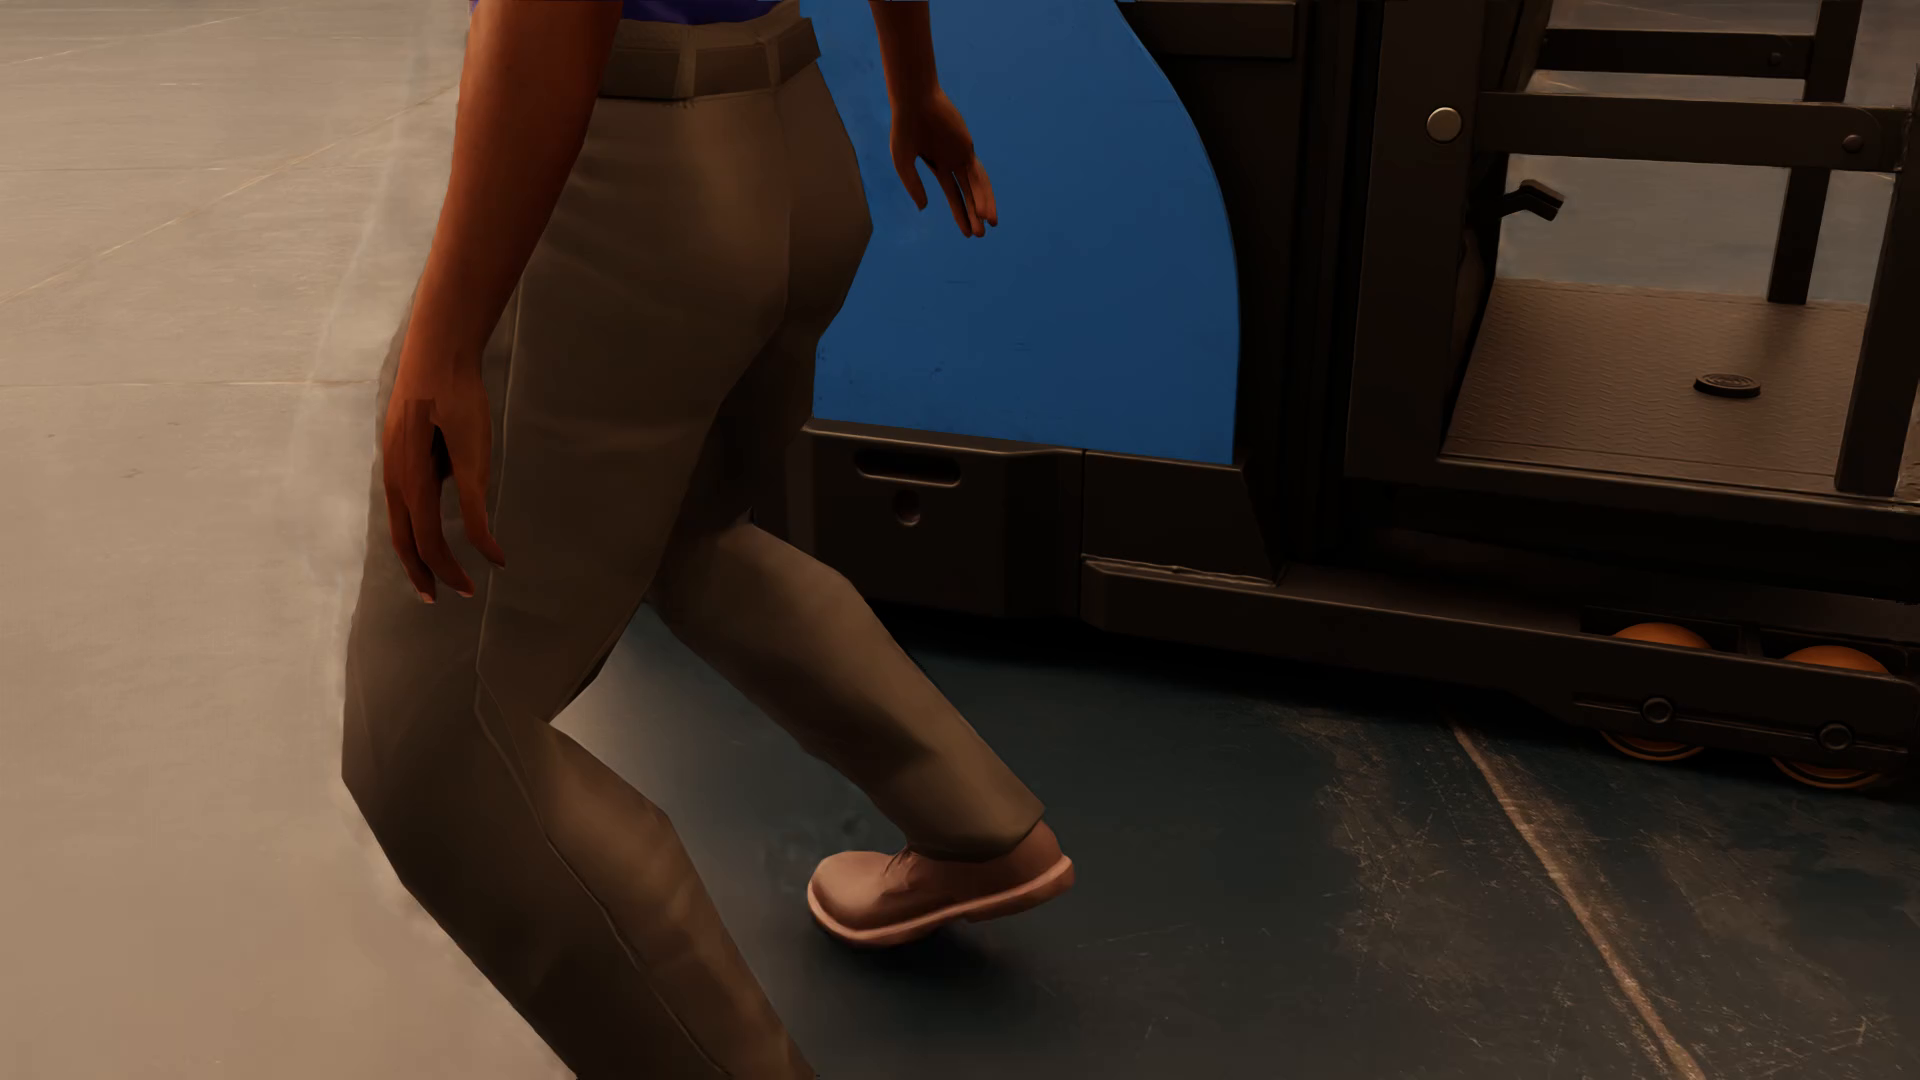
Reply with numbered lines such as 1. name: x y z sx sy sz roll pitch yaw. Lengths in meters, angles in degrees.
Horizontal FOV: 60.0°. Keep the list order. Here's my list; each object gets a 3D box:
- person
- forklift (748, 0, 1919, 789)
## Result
1. person: -0.159 -0.261 1.264 0.468 1.581 0.798 6 22 15
2. forklift: 0.949 -1.287 2.005 3.031 2.935 1.130 8 23 19
